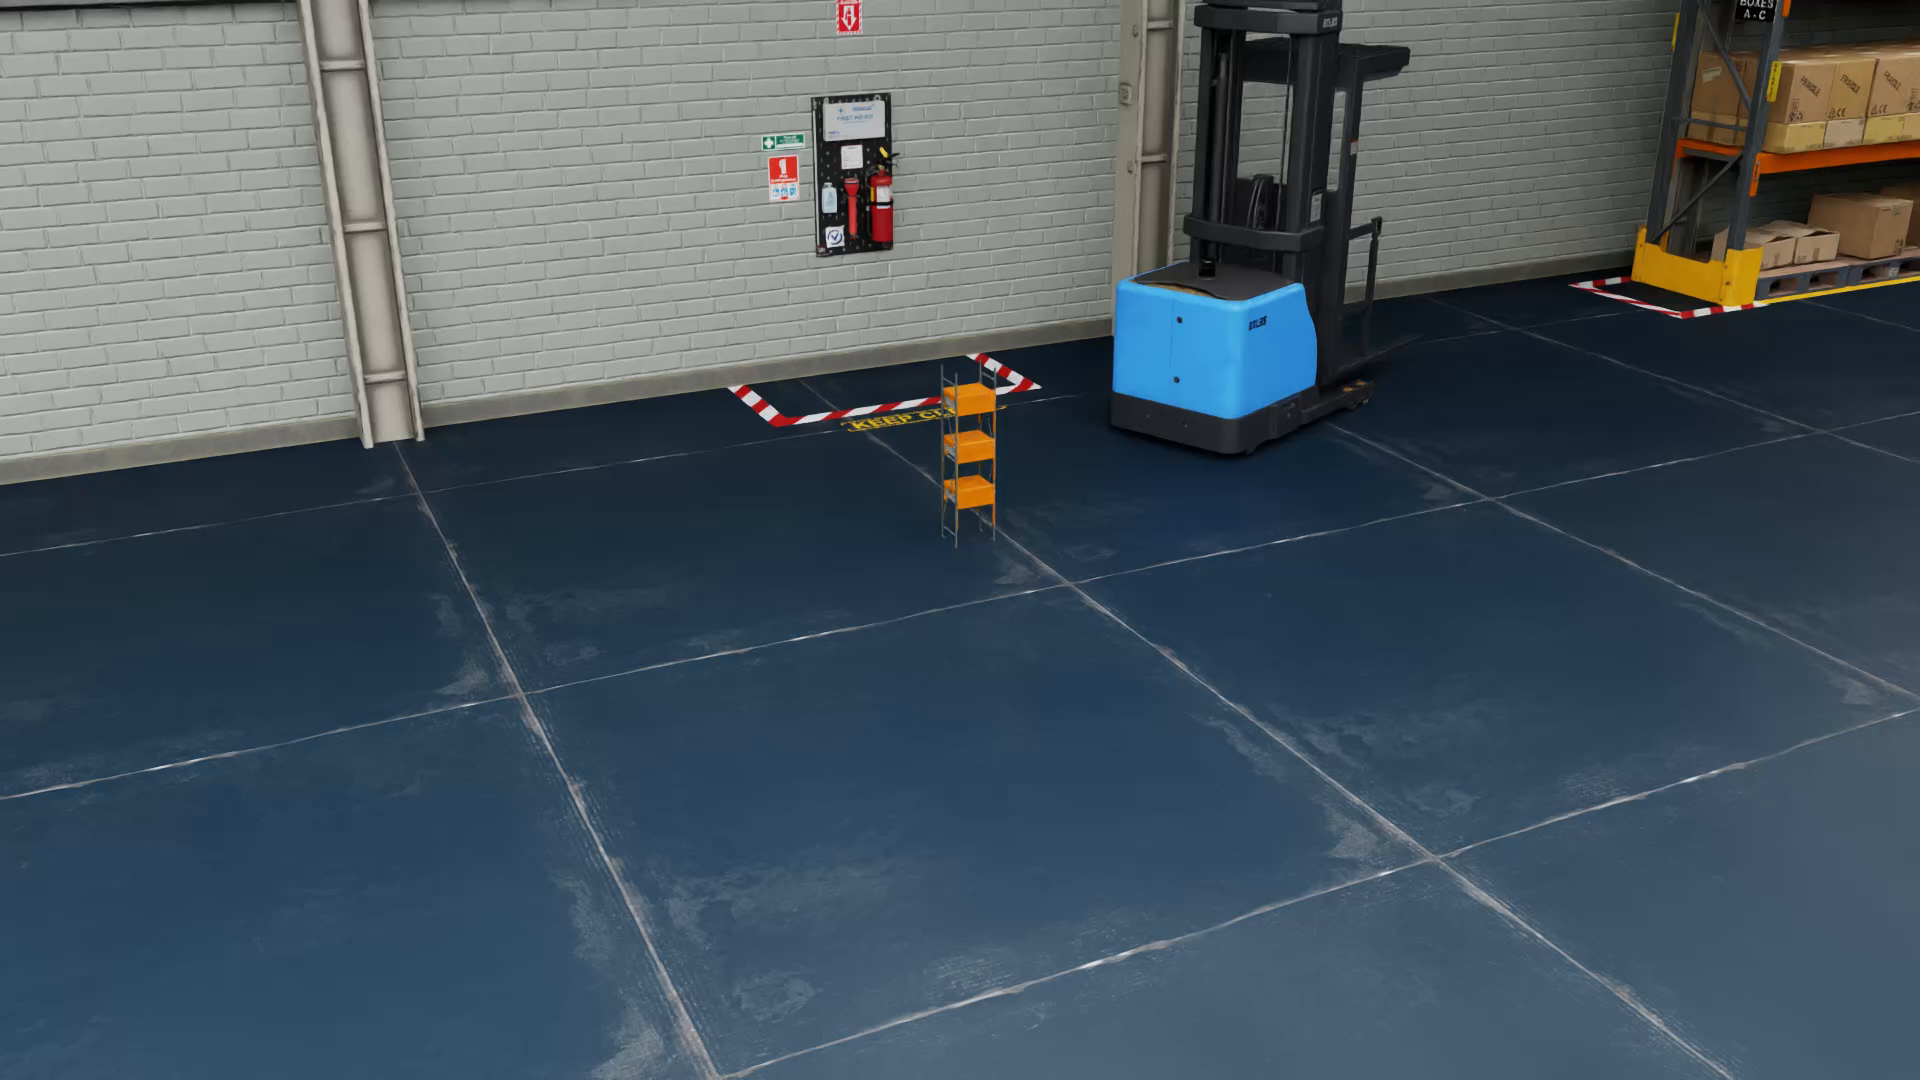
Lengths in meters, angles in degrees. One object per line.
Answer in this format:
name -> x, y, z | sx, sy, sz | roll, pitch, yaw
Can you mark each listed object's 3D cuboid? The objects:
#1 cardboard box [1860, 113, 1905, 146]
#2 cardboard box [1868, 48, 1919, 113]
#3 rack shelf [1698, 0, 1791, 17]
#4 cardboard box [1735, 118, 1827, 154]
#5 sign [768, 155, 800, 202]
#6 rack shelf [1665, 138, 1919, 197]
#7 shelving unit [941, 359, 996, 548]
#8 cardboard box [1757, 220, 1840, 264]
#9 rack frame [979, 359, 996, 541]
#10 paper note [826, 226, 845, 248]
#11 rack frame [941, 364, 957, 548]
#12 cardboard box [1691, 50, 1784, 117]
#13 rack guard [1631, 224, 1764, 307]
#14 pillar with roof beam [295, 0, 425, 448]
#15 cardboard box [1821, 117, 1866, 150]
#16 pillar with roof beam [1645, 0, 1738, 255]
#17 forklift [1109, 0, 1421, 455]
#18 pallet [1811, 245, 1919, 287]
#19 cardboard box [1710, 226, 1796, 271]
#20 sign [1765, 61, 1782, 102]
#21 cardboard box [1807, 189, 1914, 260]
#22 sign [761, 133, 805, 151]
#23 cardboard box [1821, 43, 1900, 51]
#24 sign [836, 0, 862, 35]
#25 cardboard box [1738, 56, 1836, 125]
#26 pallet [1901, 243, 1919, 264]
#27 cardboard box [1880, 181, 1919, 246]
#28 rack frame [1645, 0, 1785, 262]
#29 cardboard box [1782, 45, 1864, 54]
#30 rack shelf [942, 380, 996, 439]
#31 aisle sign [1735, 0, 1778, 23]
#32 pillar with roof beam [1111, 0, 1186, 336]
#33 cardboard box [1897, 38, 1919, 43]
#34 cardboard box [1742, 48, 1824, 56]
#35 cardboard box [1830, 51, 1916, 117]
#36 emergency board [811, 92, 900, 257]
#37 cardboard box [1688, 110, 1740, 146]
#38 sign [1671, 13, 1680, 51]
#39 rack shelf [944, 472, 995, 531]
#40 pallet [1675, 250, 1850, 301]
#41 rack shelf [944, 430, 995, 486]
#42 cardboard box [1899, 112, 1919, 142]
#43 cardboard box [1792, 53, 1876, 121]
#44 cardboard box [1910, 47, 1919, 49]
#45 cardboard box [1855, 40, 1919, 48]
cardboard box -> 8.147, -3.751, 15.059 | 0.500, 0.250, 0.500 | -11, 25, -24
cardboard box -> 8.585, -4.180, 15.115 | 0.500, 0.500, 0.500 | -10, 24, -22
rack shelf -> 8.448, -5.051, 15.049 | 4.000, 0.370, 1.077 | -10, 25, -24
cardboard box -> 7.224, -3.577, 14.640 | 0.500, 0.250, 0.500 | -11, 25, -25
sign -> -1.291, -2.648, 12.179 | 0.234, 0.329, 0.001 | -10, 25, -24
rack shelf -> 8.448, -3.665, 15.623 | 4.000, 0.370, 1.077 | -10, 25, -24
shelving unit -> 0.048, -0.494, 9.571 | 0.252, 1.050, 0.215 | -10, 25, -24
cardboard box -> 7.822, -2.805, 15.545 | 0.500, 0.311, 0.500 | -8, 24, -19
rack frame -> 0.158, -0.514, 9.620 | 0.008, 1.050, 0.200 | -10, 25, -24
paper note -> -0.937, -2.275, 12.477 | 0.142, 0.148, 0.016 | -10, 25, -24
rack frame -> -0.062, -0.474, 9.522 | 0.008, 1.050, 0.200 | -10, 25, -24
cardboard box -> 6.979, -4.104, 14.931 | 0.500, 0.500, 0.500 | -11, 25, -24
rack guard -> 6.715, -2.524, 15.193 | 0.348, 0.500, 1.175 | -10, 25, -24
pillar with roof beam -> -2.044, -3.378, 6.145 | 0.400, 9.000, 9.100 | -10, 25, -24
cardboard box -> 7.685, -3.668, 14.860 | 0.500, 0.250, 0.500 | -11, 25, -25
pillar with roof beam -> 8.769, -5.368, 10.953 | 0.400, 9.000, 9.100 | -10, 25, -24
forklift -> 2.376, -2.404, 11.726 | 1.130, 2.935, 3.031 | 18, 29, 37
pallet -> 8.560, -2.713, 16.029 | 1.213, 0.211, 1.003 | -10, 25, -24
cardboard box -> 7.309, -2.711, 15.317 | 0.500, 0.311, 0.500 | -14, 26, -30
sign -> 6.882, -3.879, 14.067 | 0.005, 0.325, 0.100 | -10, 25, -24
cardboard box -> 8.505, -2.997, 15.761 | 0.500, 0.500, 0.700 | -12, 25, -27
sign -> -1.283, -2.891, 12.072 | 0.331, 0.109, 0.001 | -10, 25, -24
cardboard box -> 8.354, -4.355, 15.537 | 0.500, 0.500, 0.500 | -10, 25, -23
sign -> -0.798, -3.792, 11.958 | 0.199, 0.298, 0.001 | -10, 25, -24
cardboard box -> 7.207, -3.928, 14.507 | 0.500, 0.500, 0.500 | -10, 25, -24
pallet -> 9.661, -2.917, 16.522 | 1.213, 0.211, 1.003 | -10, 25, -24
cardboard box -> 9.333, -3.192, 16.232 | 0.500, 0.500, 0.500 | -12, 26, -28
rack frame -> 6.646, -3.666, 14.684 | 0.127, 3.000, 1.000 | -10, 25, -24
cardboard box -> 7.901, -4.271, 15.336 | 0.500, 0.500, 0.500 | -11, 25, -25
rack shelf -> 0.048, -0.746, 9.466 | 0.240, 0.259, 0.215 | -10, 25, -24
aisle sign -> 6.711, -4.752, 13.908 | 0.004, 0.787, 0.394 | -10, 25, -24
pillar with roof beam -> 3.362, -4.373, 8.549 | 0.400, 9.000, 9.100 | -10, 25, -24
cardboard box -> 9.269, -4.525, 15.950 | 0.500, 0.500, 0.500 | -11, 25, -24
cardboard box -> 7.437, -4.184, 15.125 | 0.500, 0.500, 0.500 | -10, 25, -23
cardboard box -> 8.125, -4.090, 14.898 | 0.500, 0.500, 0.500 | -11, 25, -25
emergency board -> -0.748, -2.688, 12.322 | 0.643, 1.169, 0.194 | -10, 25, -24
cardboard box -> 6.983, -3.750, 15.058 | 0.500, 0.250, 0.500 | -10, 25, -23
sign -> 6.423, -4.541, 14.872 | 0.005, 0.325, 0.100 | -10, 25, -24
rack shelf -> 0.048, -0.227, 9.681 | 0.240, 0.259, 0.215 | -10, 25, -24
pallet -> 7.462, -2.513, 15.544 | 1.213, 0.211, 1.003 | -10, 25, -24
rack shelf -> 0.048, -0.484, 9.575 | 0.240, 0.259, 0.215 | -10, 25, -24
cardboard box -> 8.603, -3.834, 15.260 | 0.500, 0.250, 0.500 | -10, 25, -23
cardboard box -> 7.656, -4.006, 14.696 | 0.500, 0.500, 0.500 | -10, 25, -23
cardboard box -> 9.053, -4.266, 15.324 | 0.500, 0.500, 0.500 | -11, 25, -25
cardboard box -> 8.817, -4.445, 15.755 | 0.500, 0.500, 0.500 | -10, 24, -22
